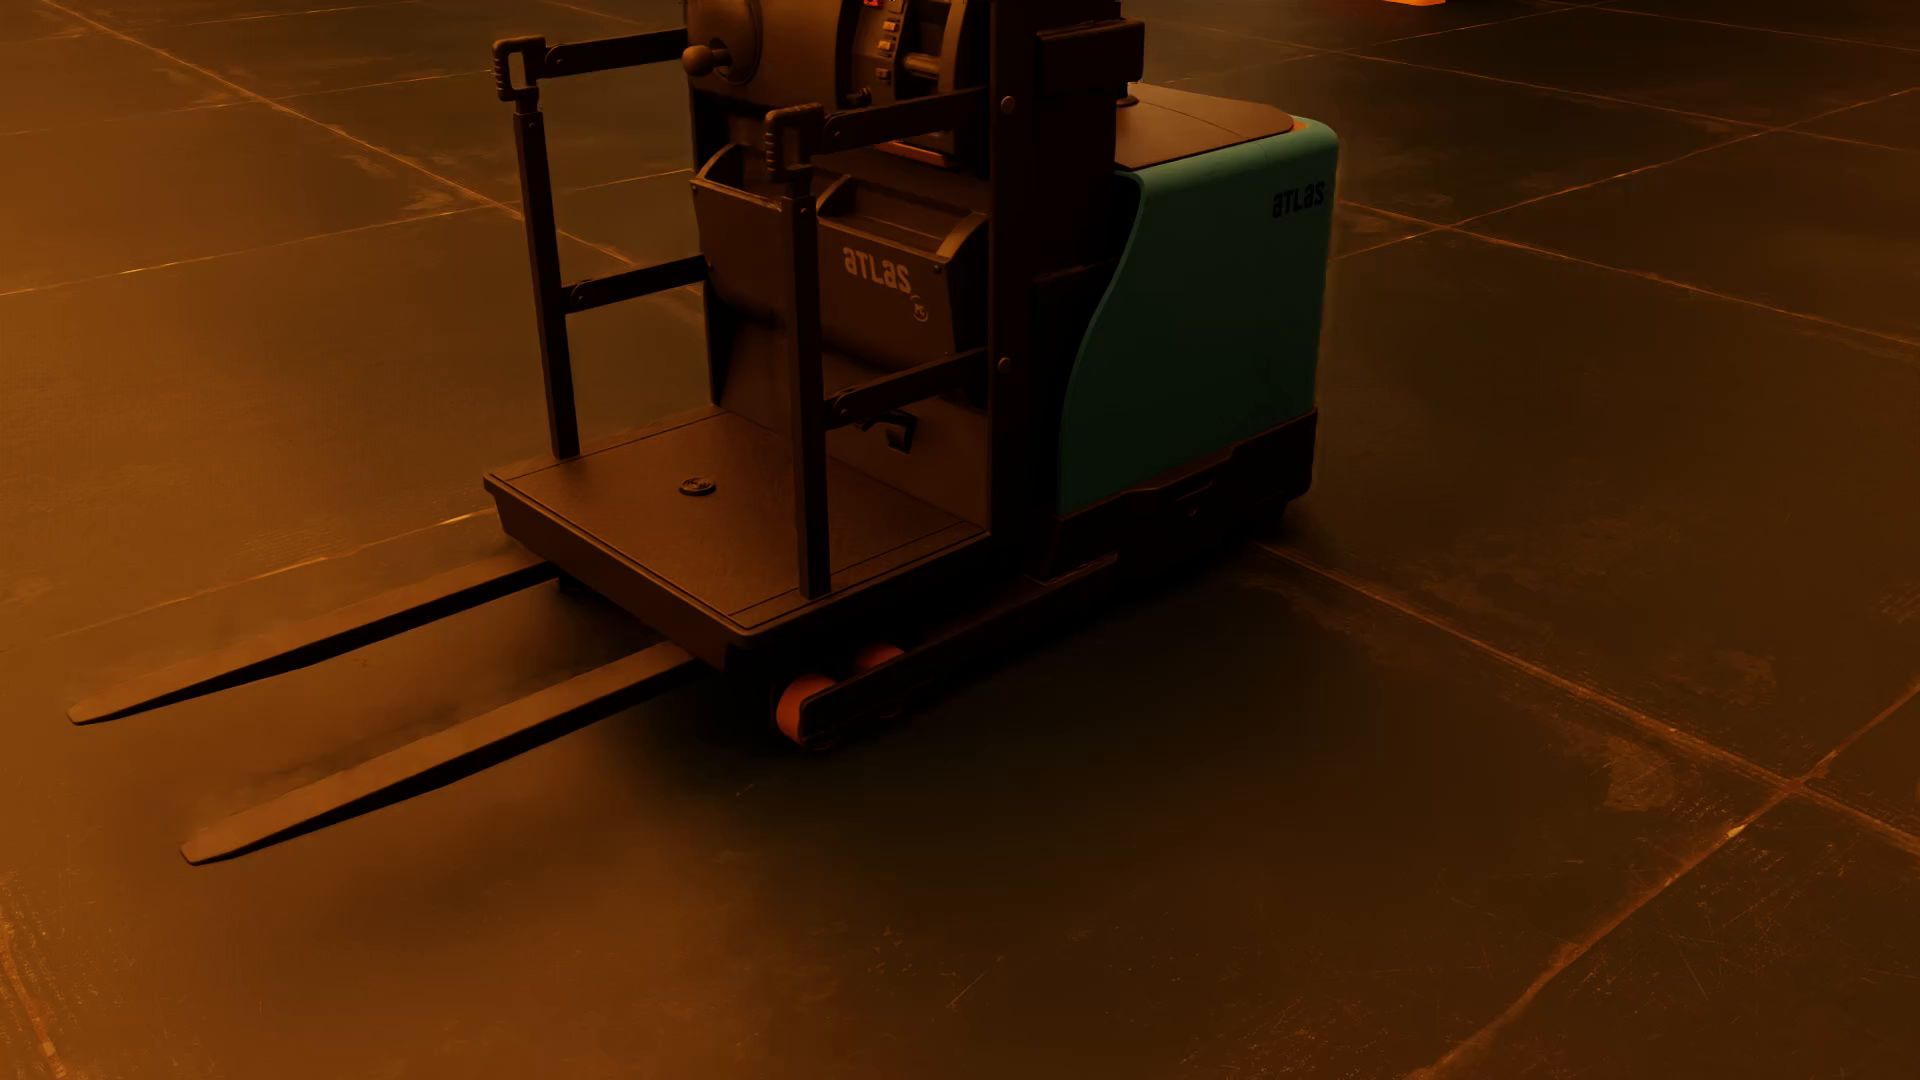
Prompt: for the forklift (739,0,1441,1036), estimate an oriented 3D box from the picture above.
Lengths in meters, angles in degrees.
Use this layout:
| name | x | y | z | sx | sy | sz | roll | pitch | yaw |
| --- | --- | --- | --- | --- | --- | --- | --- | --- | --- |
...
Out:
| name | x | y | z | sx | sy | sz | roll | pitch | yaw |
| --- | --- | --- | --- | --- | --- | --- | --- | --- | --- |
| forklift | 0.144 | -1.059 | 3.337 | 1.130 | 2.935 | 3.031 | -5 | 27 | -10 |
